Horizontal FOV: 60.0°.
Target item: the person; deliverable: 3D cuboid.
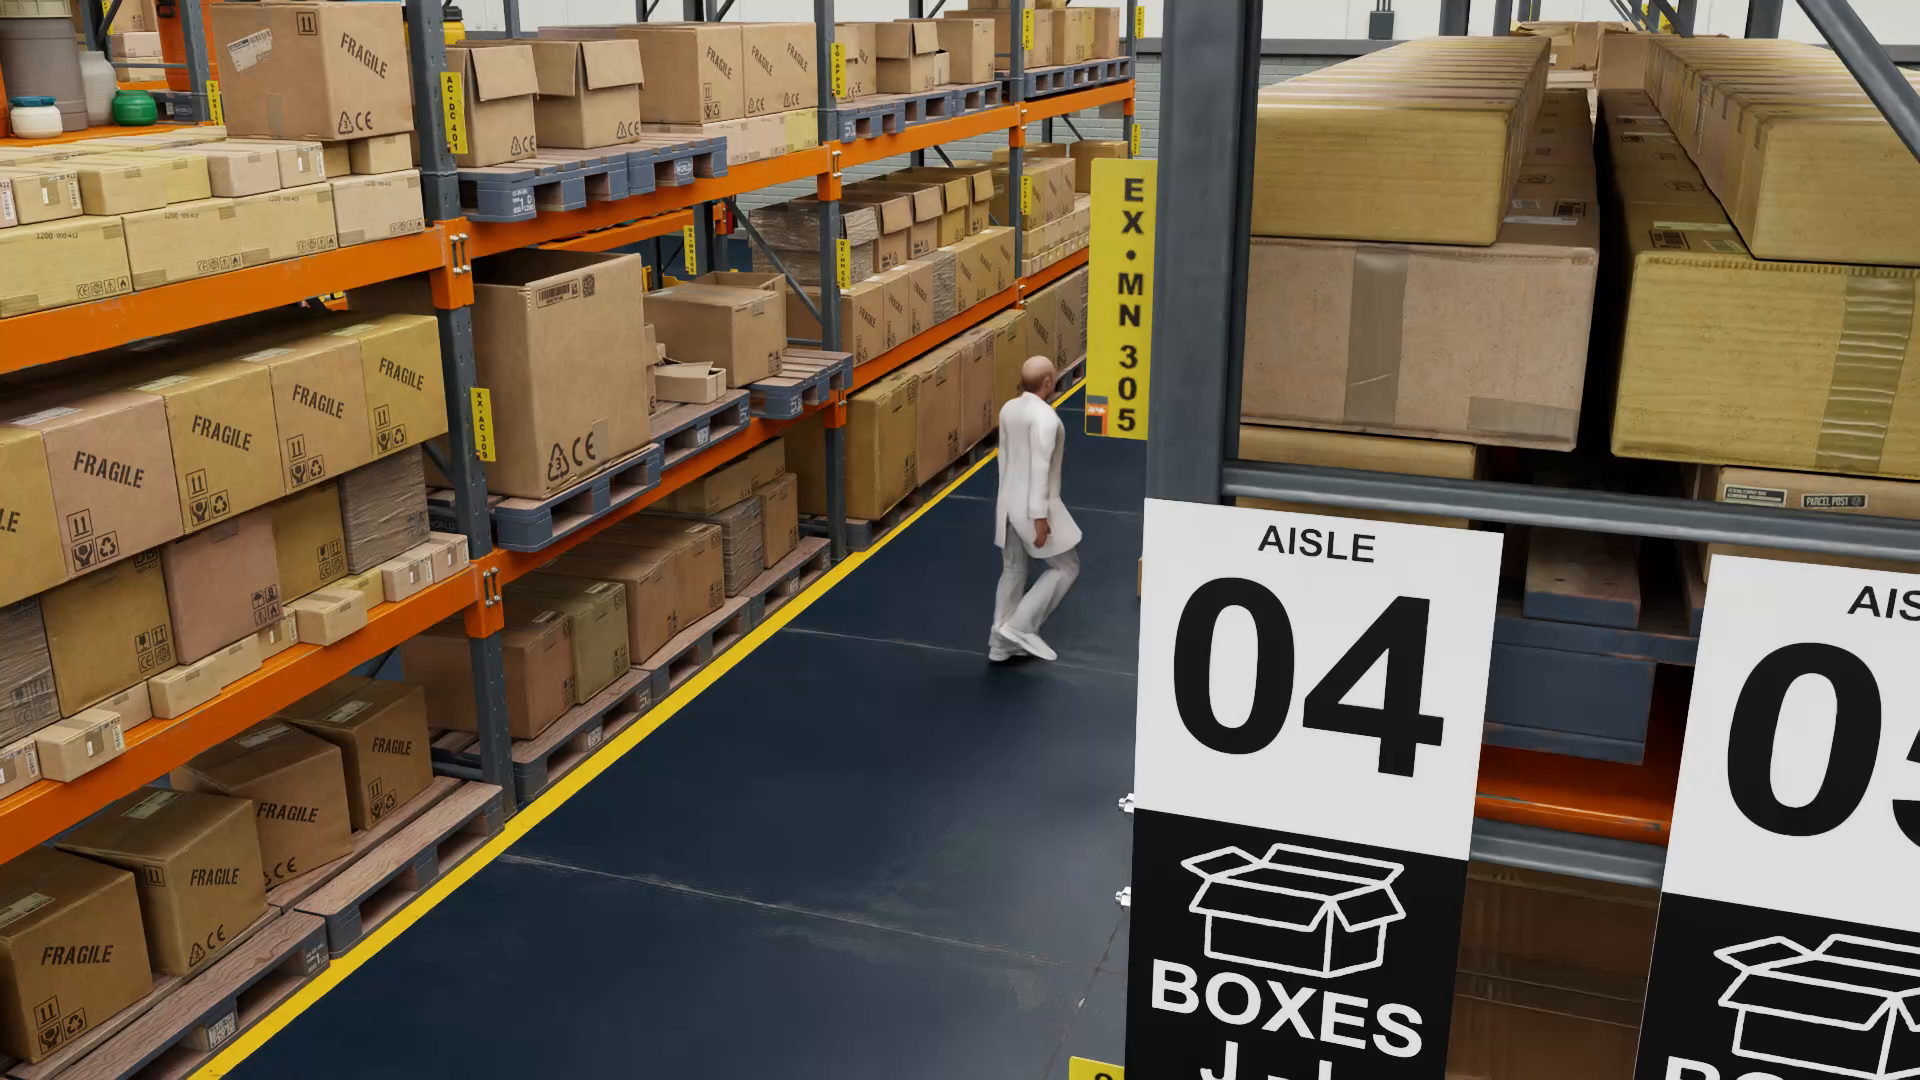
[{"bbox_3d":[0.396,-0.172,9.542,0.525,1.766,0.610,-11,21,-29],"label":"person"}]
